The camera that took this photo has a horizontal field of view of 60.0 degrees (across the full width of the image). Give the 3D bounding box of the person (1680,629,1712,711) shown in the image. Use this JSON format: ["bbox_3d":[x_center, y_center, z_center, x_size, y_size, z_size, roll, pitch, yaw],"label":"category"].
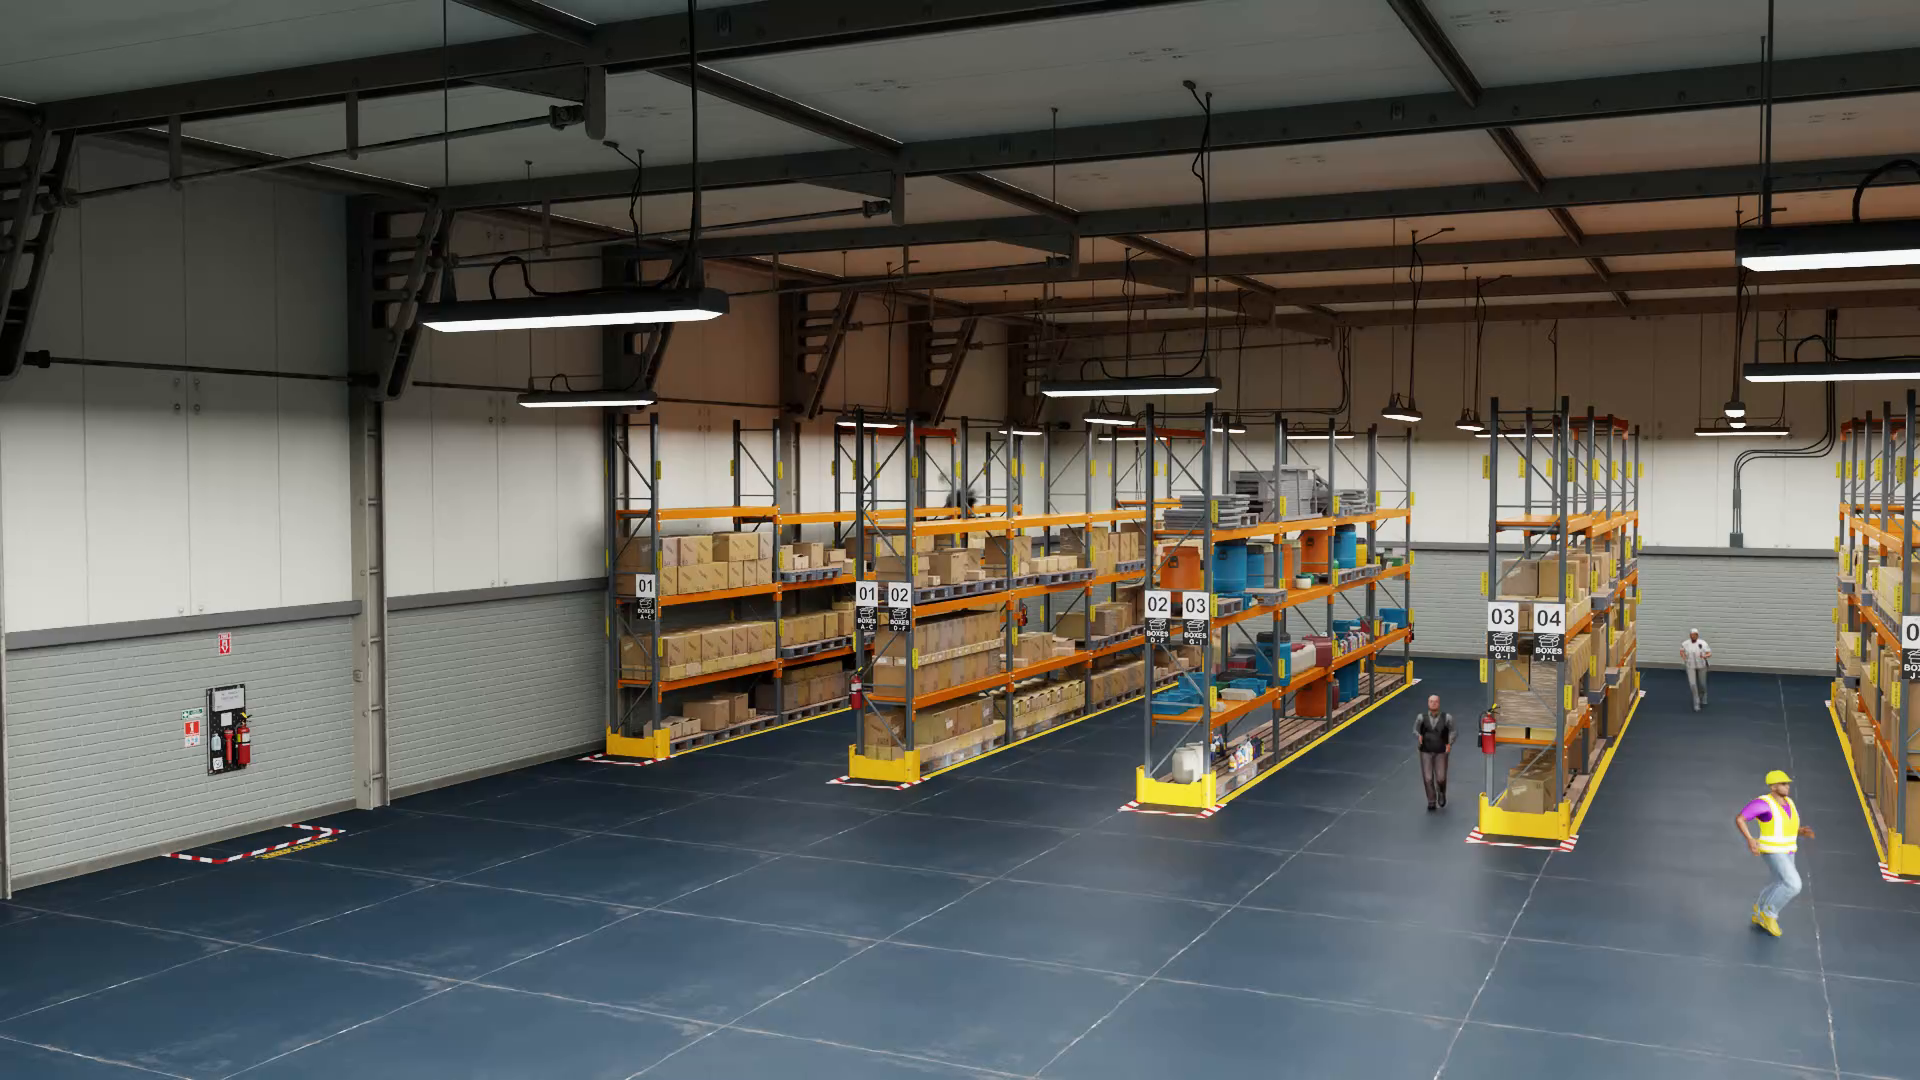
[{"bbox_3d":[15.466,2.707,34.971,0.614,1.693,0.835,1,3,24],"label":"person"}]

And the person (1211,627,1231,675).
[{"bbox_3d":[5.535,2.676,35.674,0.558,1.718,0.733,1,2,13],"label":"person"}]

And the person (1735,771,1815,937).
[{"bbox_3d":[8.817,3.367,17.883,0.676,1.765,0.697,-1,3,-32],"label":"person"}]

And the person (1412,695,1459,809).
[{"bbox_3d":[6.959,3.127,24.409,0.651,1.675,0.583,1,3,21],"label":"person"}]
